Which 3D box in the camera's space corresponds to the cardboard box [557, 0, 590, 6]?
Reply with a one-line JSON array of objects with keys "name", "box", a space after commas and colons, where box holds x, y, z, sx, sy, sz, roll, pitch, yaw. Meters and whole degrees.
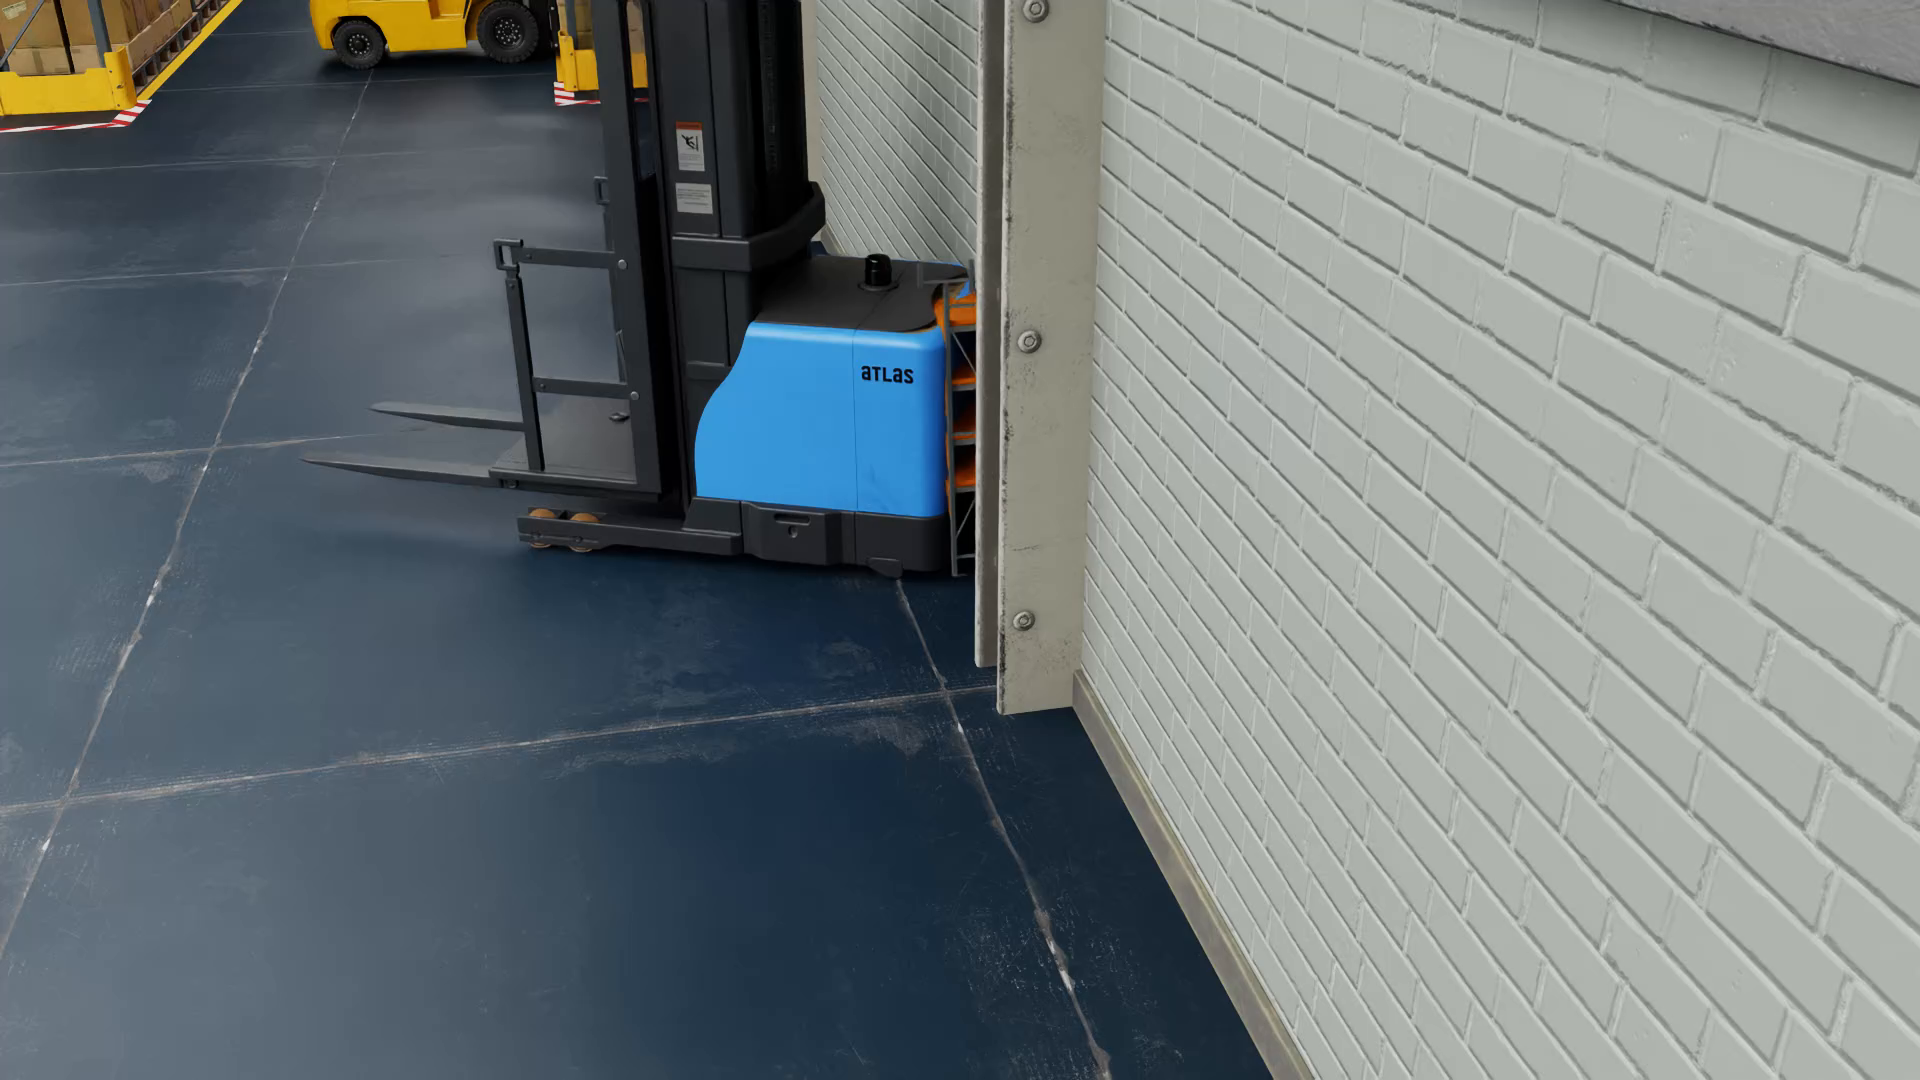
[{"name": "cardboard box", "box": [-3.583, -5.258, 15.814, 0.500, 0.250, 0.500, -5, 27, -10]}]

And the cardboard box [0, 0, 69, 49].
[{"name": "cardboard box", "box": [-8.445, -4.795, 15.175, 0.500, 0.500, 0.500, -6, 27, -11]}]

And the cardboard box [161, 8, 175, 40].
[{"name": "cardboard box", "box": [-8.277, -5.203, 16.814, 0.500, 0.250, 0.500, -6, 27, -11]}]

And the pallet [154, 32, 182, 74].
[{"name": "pallet", "box": [-8.448, -4.859, 16.642, 1.003, 0.211, 1.213, -6, 27, -12]}]

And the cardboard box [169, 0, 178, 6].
[{"name": "cardboard box", "box": [-8.401, -5.770, 17.107, 0.500, 0.500, 0.500, -5, 27, -11]}]

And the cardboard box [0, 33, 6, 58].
[{"name": "cardboard box", "box": [-9.996, -5.208, 17.011, 0.500, 0.500, 0.500, 13, 30, 24]}]

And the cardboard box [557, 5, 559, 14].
[{"name": "cardboard box", "box": [-3.829, -5.492, 16.832, 0.500, 0.250, 0.500, -7, 28, -13]}]

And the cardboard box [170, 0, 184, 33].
[{"name": "cardboard box", "box": [-8.387, -5.426, 17.257, 0.500, 0.250, 0.500, -7, 28, -13]}]

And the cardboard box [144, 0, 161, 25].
[{"name": "cardboard box", "box": [-8.156, -5.313, 16.200, 0.500, 0.500, 0.500, -5, 27, -11]}]

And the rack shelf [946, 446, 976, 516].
[{"name": "rack shelf", "box": [0.020, -0.256, 6.924, 0.258, 0.148, 0.480, -6, 21, -12]}]

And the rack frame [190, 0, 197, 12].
[{"name": "rack frame", "box": [-8.912, -6.931, 17.654, 1.000, 3.000, 0.127, -6, 27, -12]}]

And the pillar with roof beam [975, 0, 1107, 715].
[{"name": "pillar with roof beam", "box": [-3.944, -3.051, 3.308, 9.100, 9.000, 0.400, -6, 27, -12]}]

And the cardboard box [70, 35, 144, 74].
[{"name": "cardboard box", "box": [-7.923, -4.517, 15.457, 0.500, 0.250, 0.500, -6, 27, -12]}]

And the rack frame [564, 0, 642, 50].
[{"name": "rack frame", "box": [-3.176, -5.681, 15.176, 1.000, 3.000, 0.127, -6, 27, -12]}]

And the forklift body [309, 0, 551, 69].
[{"name": "forklift body", "box": [-5.380, -5.949, 16.650, 2.313, 2.155, 1.214, -6, 27, -12]}]

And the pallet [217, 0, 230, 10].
[{"name": "pallet", "box": [-9.367, -6.565, 20.022, 1.003, 0.211, 1.213, -6, 27, -12]}]

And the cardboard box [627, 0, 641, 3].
[{"name": "cardboard box", "box": [-3.099, -5.318, 15.932, 0.500, 0.250, 0.500, -6, 27, -12]}]

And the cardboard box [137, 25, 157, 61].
[{"name": "cardboard box", "box": [-8.031, -4.742, 15.902, 0.500, 0.250, 0.500, -5, 27, -10]}]

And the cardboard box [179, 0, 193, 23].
[{"name": "cardboard box", "box": [-8.517, -5.659, 17.718, 0.500, 0.250, 0.500, -5, 27, -9]}]

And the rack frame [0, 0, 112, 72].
[{"name": "rack frame", "box": [-8.011, -5.175, 14.175, 1.000, 3.000, 0.127, -6, 27, -12]}]

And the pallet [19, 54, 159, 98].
[{"name": "pallet", "box": [-8.176, -4.324, 15.583, 1.003, 0.211, 1.213, -6, 27, -12]}]

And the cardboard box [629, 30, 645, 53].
[{"name": "cardboard box", "box": [-3.096, -4.876, 16.168, 0.500, 0.250, 0.500, -6, 27, -11]}]

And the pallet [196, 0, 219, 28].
[{"name": "pallet", "box": [-9.089, -6.028, 18.959, 1.003, 0.211, 1.213, -6, 27, -12]}]

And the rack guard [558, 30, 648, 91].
[{"name": "rack guard", "box": [-3.170, -4.555, 15.719, 1.175, 0.500, 0.348, -6, 27, -12]}]

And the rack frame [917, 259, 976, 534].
[{"name": "rack frame", "box": [-0.043, -0.586, 7.057, 0.240, 1.200, 0.015, -6, 21, -12]}]

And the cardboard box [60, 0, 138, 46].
[{"name": "cardboard box", "box": [-7.929, -4.863, 15.308, 0.500, 0.500, 0.500, -7, 28, -13]}]

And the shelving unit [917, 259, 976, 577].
[{"name": "shelving unit", "box": [0.013, -0.506, 6.833, 0.258, 1.200, 0.503, -6, 21, -12]}]

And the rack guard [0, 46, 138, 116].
[{"name": "rack guard", "box": [-8.028, -4.093, 14.804, 1.175, 0.500, 0.348, -6, 27, -12]}]

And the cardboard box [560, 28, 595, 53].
[{"name": "cardboard box", "box": [-3.589, -4.815, 16.046, 0.500, 0.250, 0.500, -6, 27, -11]}]

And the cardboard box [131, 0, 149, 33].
[{"name": "cardboard box", "box": [-8.051, -5.092, 15.762, 0.500, 0.500, 0.500, -7, 28, -14]}]

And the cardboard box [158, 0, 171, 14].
[{"name": "cardboard box", "box": [-8.285, -5.547, 16.663, 0.500, 0.500, 0.500, -5, 27, -9]}]

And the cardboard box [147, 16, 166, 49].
[{"name": "cardboard box", "box": [-8.166, -4.981, 16.374, 0.500, 0.250, 0.500, -4, 27, -8]}]

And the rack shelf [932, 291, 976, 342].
[{"name": "rack shelf", "box": [0.002, -0.875, 6.698, 0.258, 0.148, 0.480, -6, 21, -12]}]

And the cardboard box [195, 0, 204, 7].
[{"name": "cardboard box", "box": [-9.033, -6.176, 18.607, 0.950, 0.372, 0.625, -6, 27, -11]}]

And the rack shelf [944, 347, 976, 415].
[{"name": "rack shelf", "box": [0.009, -0.653, 6.779, 0.258, 0.148, 0.480, -6, 21, -12]}]

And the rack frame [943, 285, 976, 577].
[{"name": "rack frame", "box": [0.069, -0.426, 6.610, 0.240, 1.200, 0.015, -6, 21, -12]}]

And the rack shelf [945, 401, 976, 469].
[{"name": "rack shelf", "box": [0.015, -0.443, 6.856, 0.258, 0.148, 0.480, -6, 21, -12]}]

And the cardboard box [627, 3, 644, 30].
[{"name": "cardboard box", "box": [-3.079, -5.092, 16.039, 0.500, 0.250, 0.500, -5, 27, -11]}]

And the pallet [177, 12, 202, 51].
[{"name": "pallet", "box": [-8.726, -5.395, 17.705, 1.003, 0.211, 1.213, -6, 27, -12]}]

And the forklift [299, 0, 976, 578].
[{"name": "forklift", "box": [-1.429, -1.480, 6.929, 3.031, 2.935, 1.130, 6, 27, 11]}]

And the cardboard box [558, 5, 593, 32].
[{"name": "cardboard box", "box": [-3.590, -5.046, 15.949, 0.500, 0.250, 0.500, -6, 27, -12]}]

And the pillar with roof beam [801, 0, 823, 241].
[{"name": "pillar with roof beam", "box": [-5.296, -5.685, 8.527, 9.100, 9.000, 0.400, -6, 27, -12]}]

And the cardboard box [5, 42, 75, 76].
[{"name": "cardboard box", "box": [-8.460, -4.473, 15.369, 0.500, 0.250, 0.500, -6, 27, -12]}]
